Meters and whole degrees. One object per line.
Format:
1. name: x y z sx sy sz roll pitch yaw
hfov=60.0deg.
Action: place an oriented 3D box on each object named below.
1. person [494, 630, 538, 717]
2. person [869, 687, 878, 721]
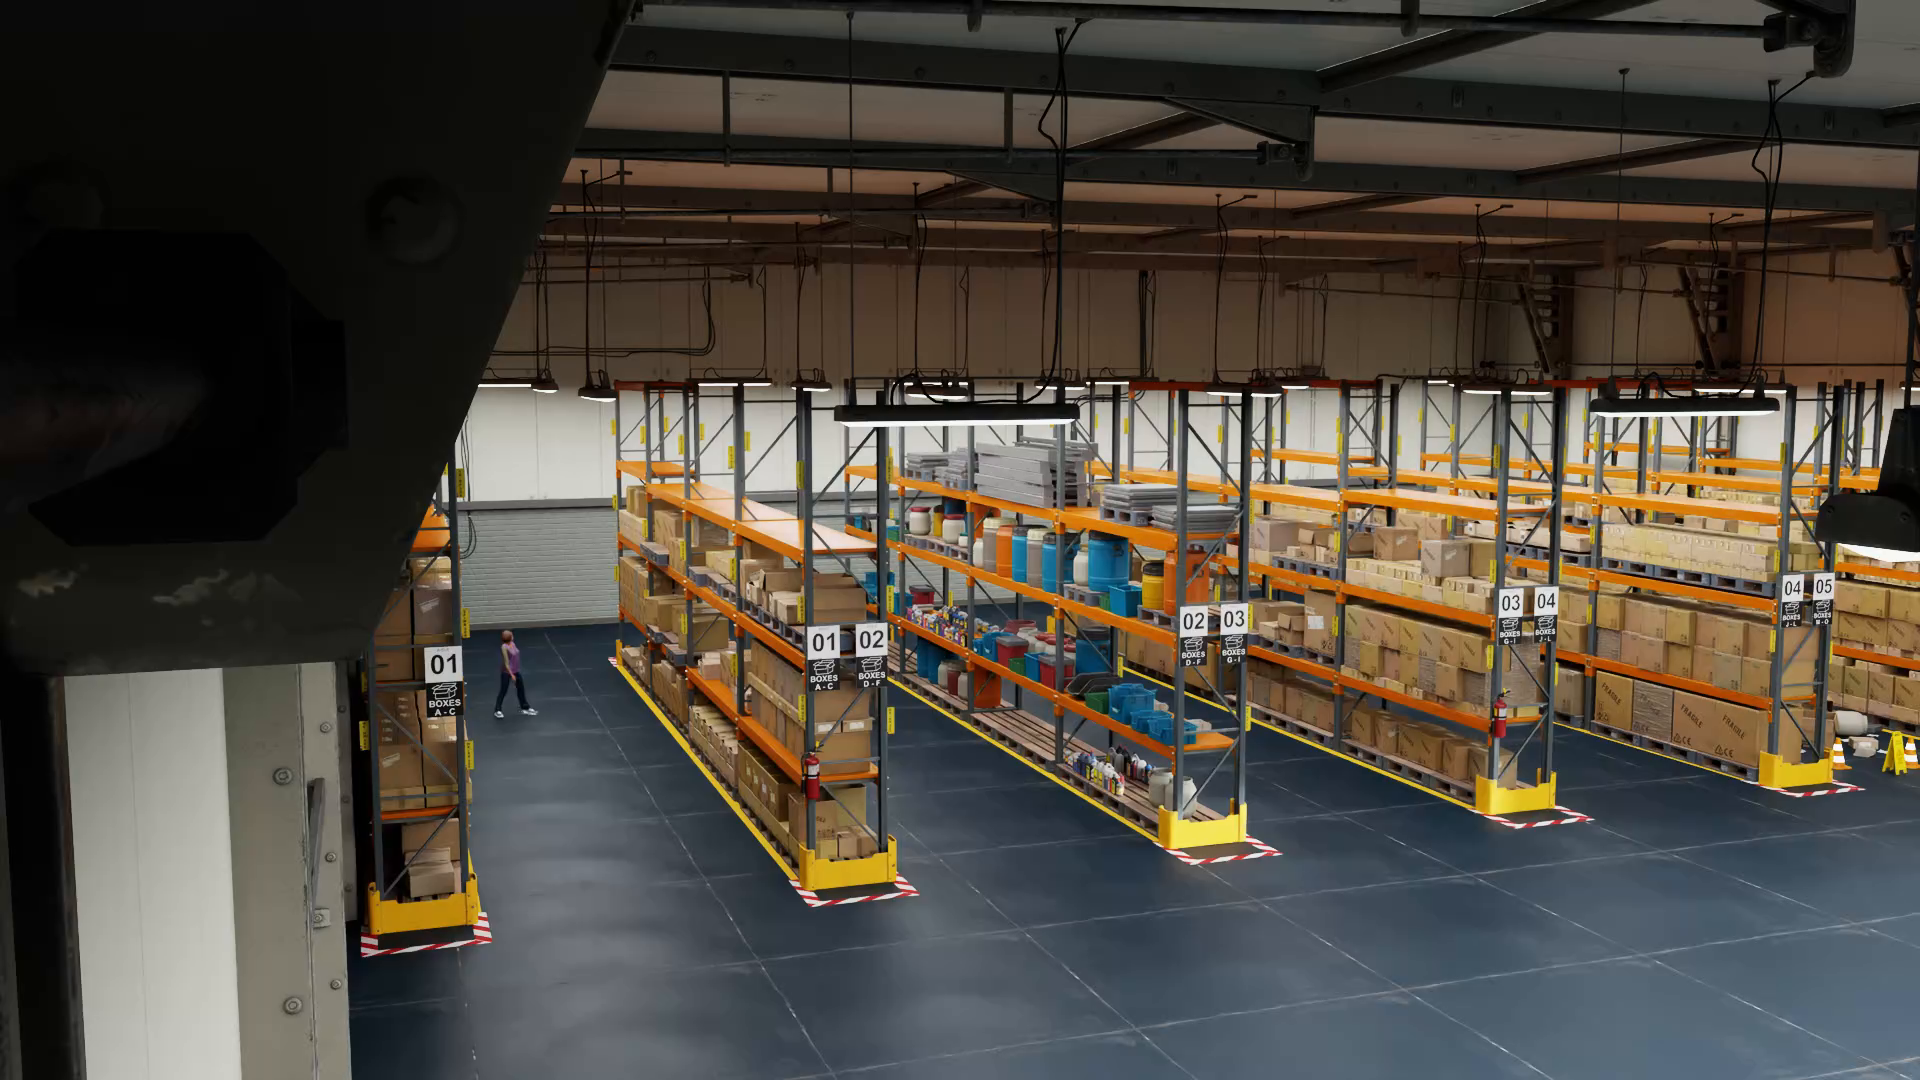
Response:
1. person: -8.024 2.399 29.874 0.614 1.552 0.593 2 7 22
2. person: -1.482 2.350 29.637 0.587 1.717 0.598 0 6 1
